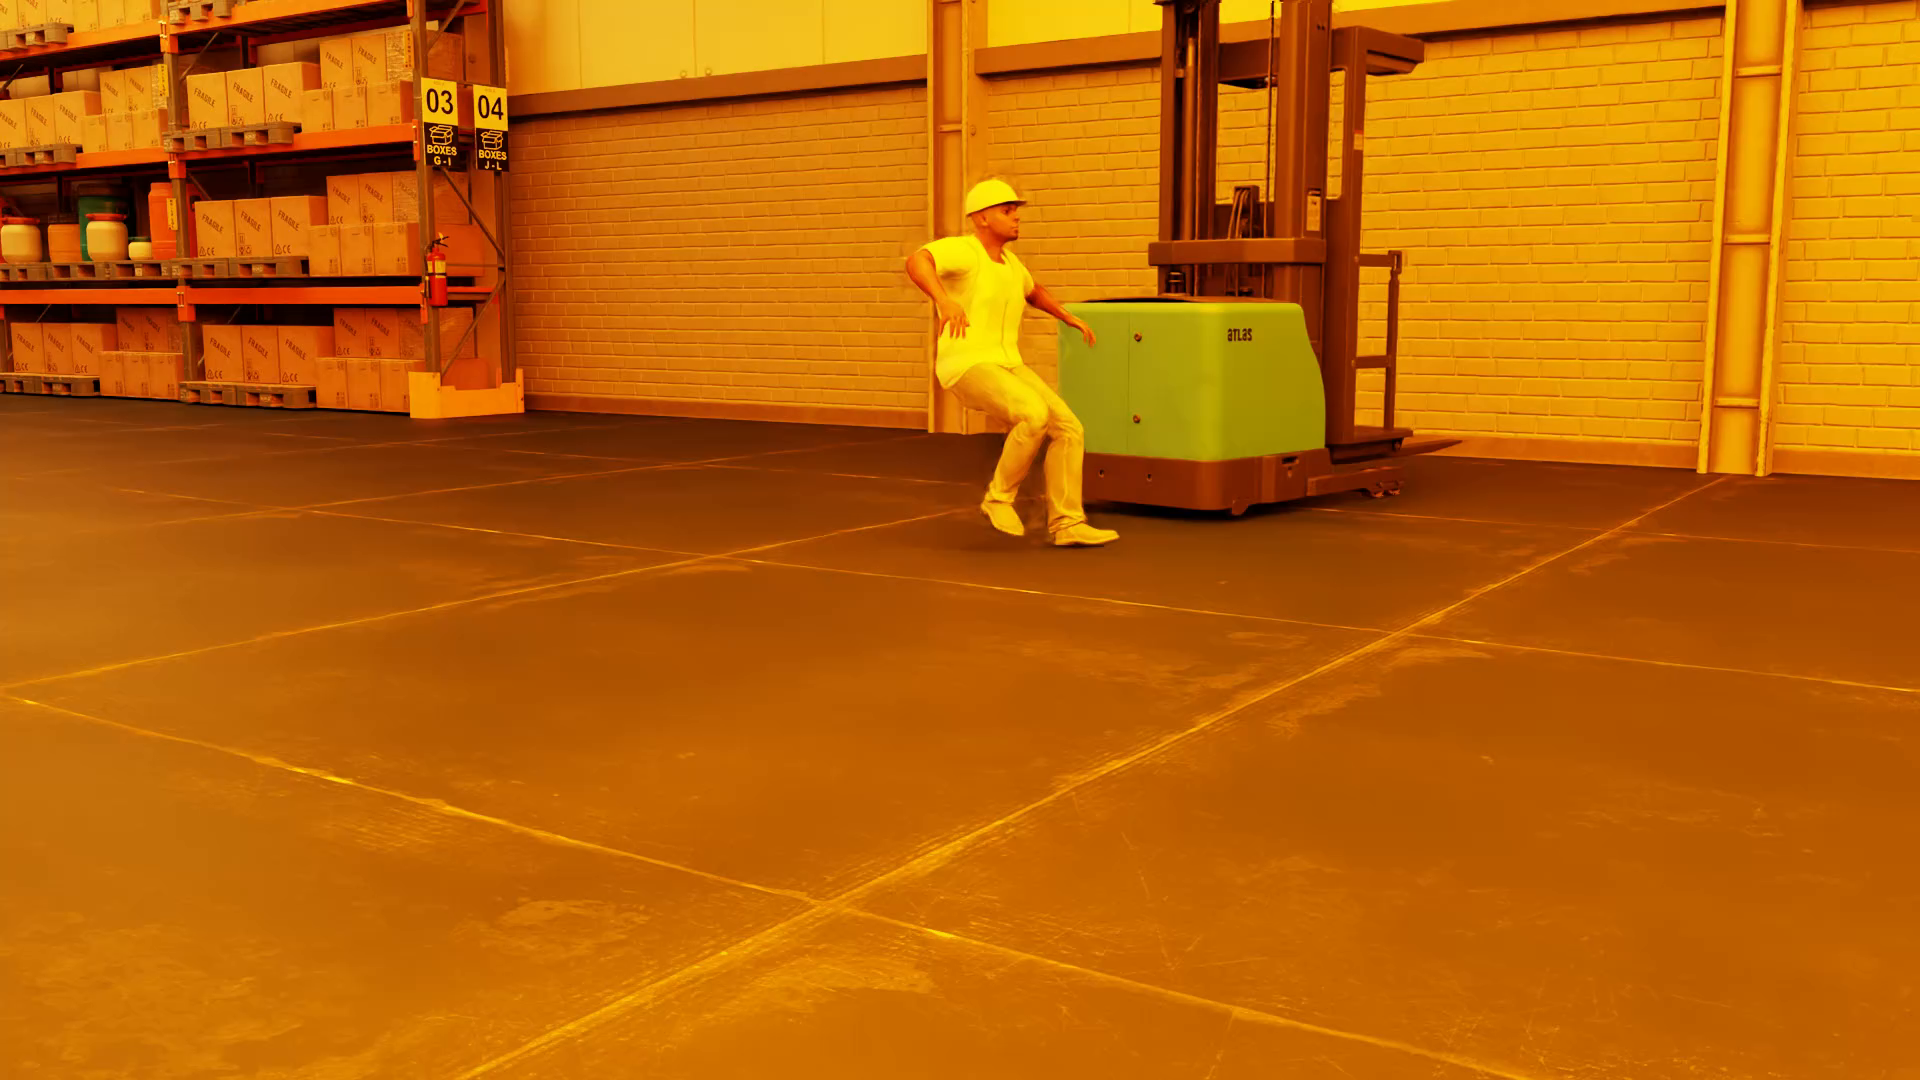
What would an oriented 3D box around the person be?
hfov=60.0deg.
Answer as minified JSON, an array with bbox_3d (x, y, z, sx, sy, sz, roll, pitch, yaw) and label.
[{"bbox_3d":[0.301,-0.770,7.329,0.800,1.617,1.170,6,10,36],"label":"person"}]

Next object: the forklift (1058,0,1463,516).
[{"bbox_3d":[1.866,-1.725,9.324,1.130,2.935,3.031,7,11,42],"label":"forklift"}]
